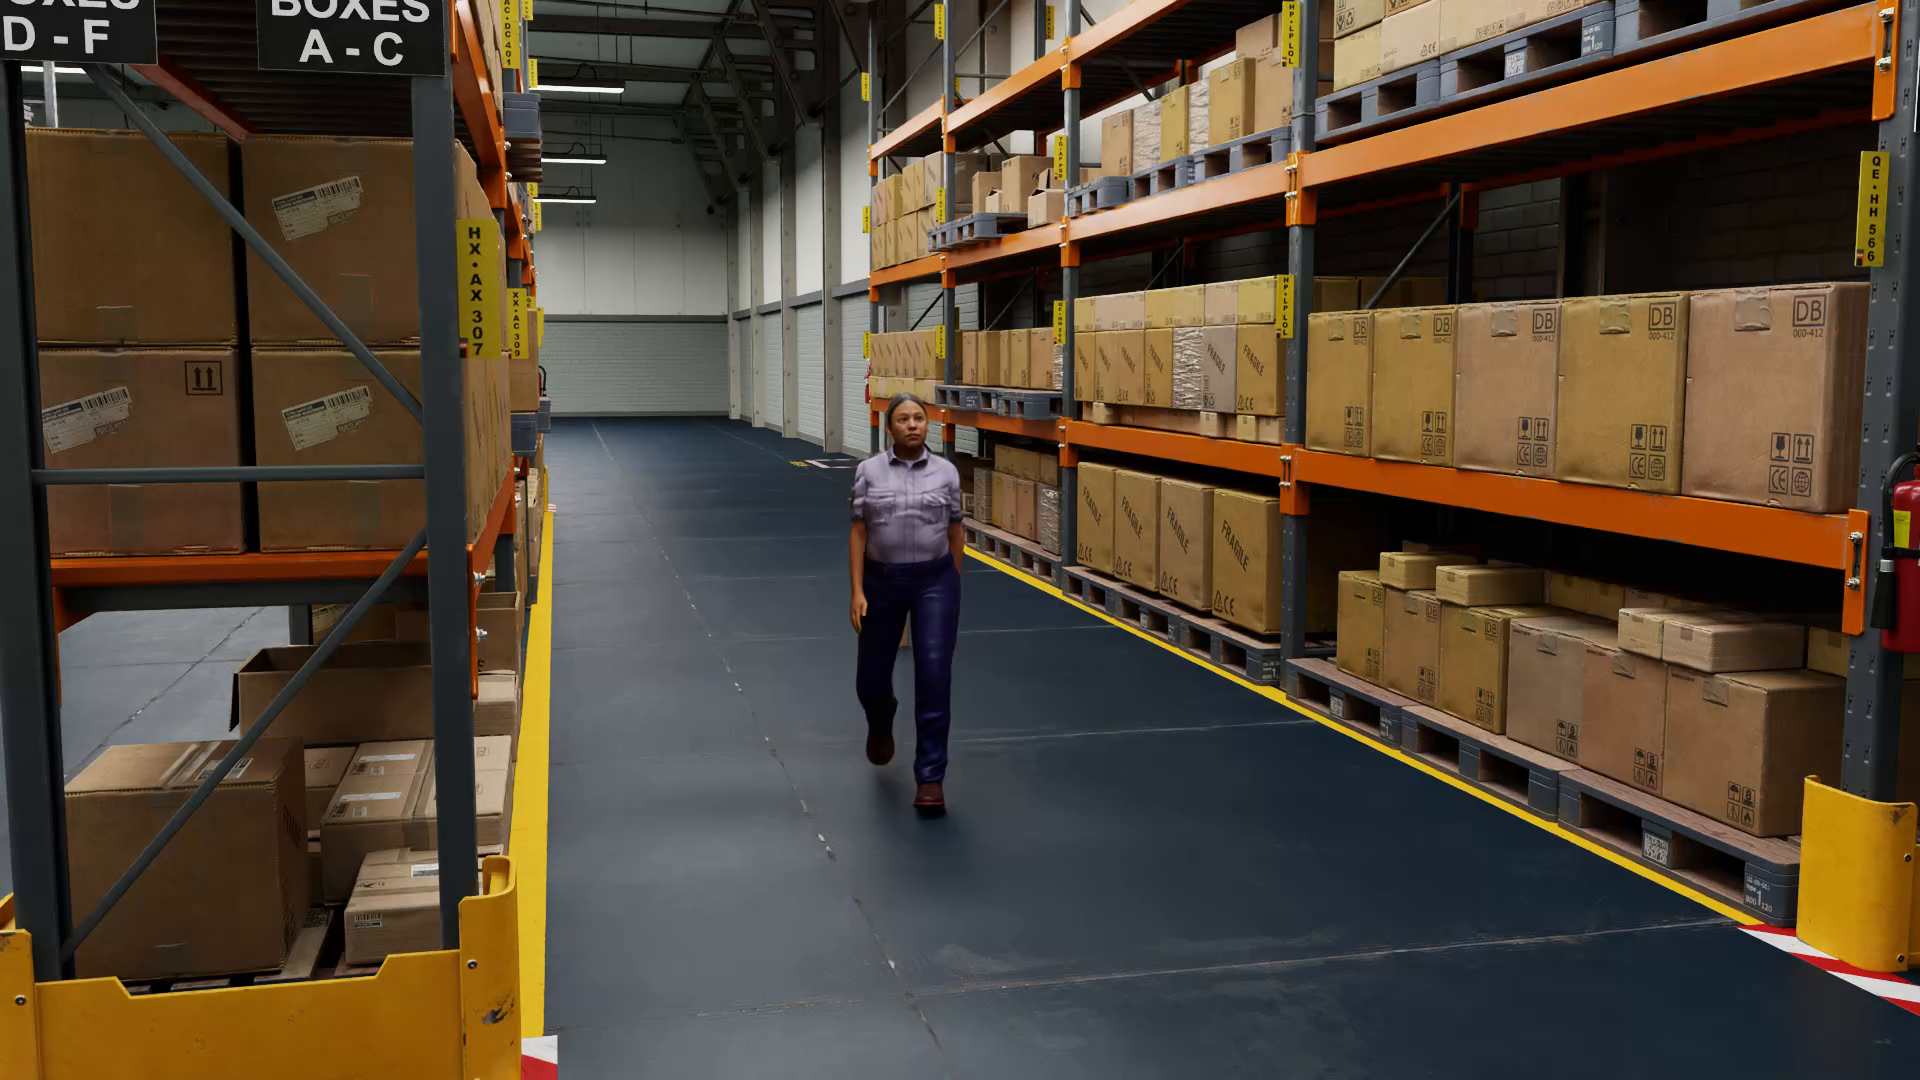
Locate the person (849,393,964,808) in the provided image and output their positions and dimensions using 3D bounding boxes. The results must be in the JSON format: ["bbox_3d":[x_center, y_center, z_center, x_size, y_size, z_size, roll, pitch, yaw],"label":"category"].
[{"bbox_3d":[-0.214,0.212,6.742,0.465,1.602,0.820,0,6,0],"label":"person"}]
